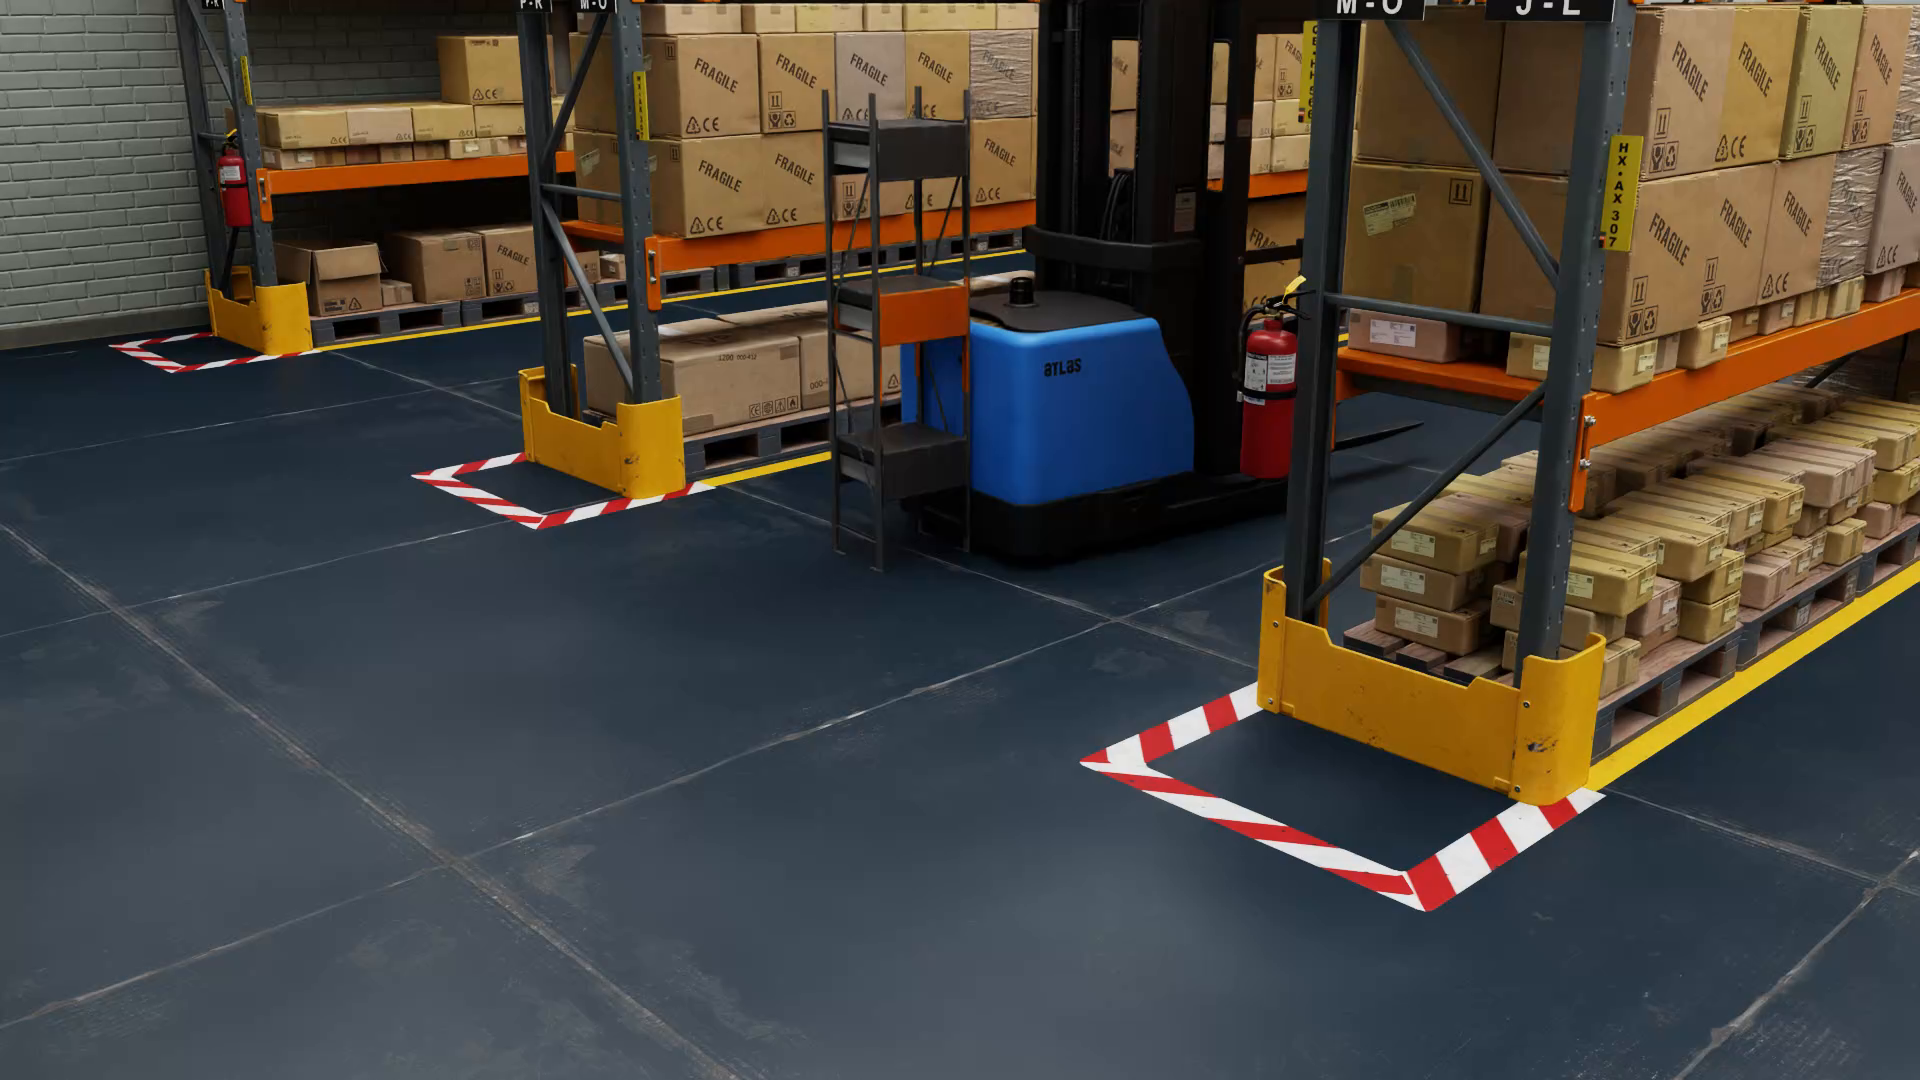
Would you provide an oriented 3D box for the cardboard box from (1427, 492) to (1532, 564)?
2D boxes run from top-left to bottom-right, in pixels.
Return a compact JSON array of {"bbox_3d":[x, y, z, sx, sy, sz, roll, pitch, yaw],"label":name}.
[{"bbox_3d":[1.968,-0.049,6.250,0.250,0.149,0.380,-16,24,-40],"label":"cardboard box"}]

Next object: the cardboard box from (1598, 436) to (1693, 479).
[{"bbox_3d":[2.896,-0.336,7.133,0.250,0.149,0.380,-16,24,-41],"label":"cardboard box"}]

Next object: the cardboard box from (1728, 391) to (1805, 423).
[{"bbox_3d":[3.808,-0.616,7.998,0.250,0.149,0.380,-15,23,-38],"label":"cardboard box"}]

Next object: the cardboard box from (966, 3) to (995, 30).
[{"bbox_3d":[-0.010,-3.087,9.808,0.250,0.149,0.380,-17,24,-42],"label":"cardboard box"}]

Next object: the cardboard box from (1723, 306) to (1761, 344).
[{"bbox_3d":[2.693,-0.835,6.103,0.250,0.149,0.380,-17,24,-41],"label":"cardboard box"}]

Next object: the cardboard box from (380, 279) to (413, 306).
[{"bbox_3d":[-4.507,-1.946,13.065,0.380,0.149,0.250,17,24,42],"label":"cardboard box"}]

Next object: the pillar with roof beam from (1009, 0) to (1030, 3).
[{"bbox_3d":[3.747,-6.975,14.908,0.400,9.000,9.100,-16,24,-41],"label":"pillar with roof beam"}]

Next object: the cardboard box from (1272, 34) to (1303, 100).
[{"bbox_3d":[2.202,-3.421,11.888,0.500,0.500,0.500,-17,25,-42],"label":"cardboard box"}]

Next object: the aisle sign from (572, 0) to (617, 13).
[{"bbox_3d":[-1.792,-2.958,8.028,0.004,0.787,0.394,-16,24,-41],"label":"aisle sign"}]

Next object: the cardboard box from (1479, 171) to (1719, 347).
[{"bbox_3d":[2.051,-0.936,5.362,0.500,0.500,0.500,-15,23,-38],"label":"cardboard box"}]

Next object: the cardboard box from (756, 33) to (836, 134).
[{"bbox_3d":[-1.024,-2.473,8.966,0.500,0.500,0.500,-17,25,-42],"label":"cardboard box"}]

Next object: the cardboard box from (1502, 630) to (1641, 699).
[{"bbox_3d":[2.136,0.404,5.817,0.250,0.149,0.380,-16,24,-40],"label":"cardboard box"}]

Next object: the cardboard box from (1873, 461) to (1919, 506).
[{"bbox_3d":[4.061,-0.287,7.466,0.380,0.149,0.250,17,24,42],"label":"cardboard box"}]

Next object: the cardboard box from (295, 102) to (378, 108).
[{"bbox_3d":[-4.825,-3.249,12.902,0.500,0.250,0.500,-16,24,-41],"label":"cardboard box"}]

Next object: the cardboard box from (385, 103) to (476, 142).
[{"bbox_3d":[-4.105,-3.234,12.856,0.500,0.250,0.500,-17,24,-42],"label":"cardboard box"}]

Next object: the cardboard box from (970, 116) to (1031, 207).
[{"bbox_3d":[0.081,-2.321,10.117,0.500,0.500,0.500,-17,24,-42],"label":"cardboard box"}]

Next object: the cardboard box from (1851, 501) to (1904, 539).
[{"bbox_3d":[3.997,-0.138,7.489,0.380,0.149,0.250,17,25,42],"label":"cardboard box"}]

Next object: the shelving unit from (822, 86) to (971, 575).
[{"bbox_3d":[-0.275,-0.938,7.474,0.503,2.100,0.431,-13,22,-34],"label":"shelving unit"}]

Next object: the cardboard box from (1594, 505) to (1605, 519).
[{"bbox_3d":[2.467,-0.097,6.881,0.250,0.149,0.380,-16,24,-40],"label":"cardboard box"}]

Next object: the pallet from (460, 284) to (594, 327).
[{"bbox_3d":[-3.832,-2.029,13.900,1.213,0.211,1.003,-16,24,-41],"label":"pallet"}]

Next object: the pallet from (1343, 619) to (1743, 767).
[{"bbox_3d":[2.205,0.433,6.307,1.213,0.211,1.003,-16,24,-41],"label":"pallet"}]

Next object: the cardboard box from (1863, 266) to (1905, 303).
[{"bbox_3d":[3.667,-1.093,6.899,0.380,0.149,0.250,17,24,41],"label":"cardboard box"}]

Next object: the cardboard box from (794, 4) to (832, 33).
[{"bbox_3d":[-0.903,-2.807,8.943,0.380,0.149,0.250,17,25,42],"label":"cardboard box"}]

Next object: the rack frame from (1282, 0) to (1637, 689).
[{"bbox_3d":[1.535,-0.713,5.321,0.127,3.000,1.000,-16,24,-41],"label":"rack frame"}]

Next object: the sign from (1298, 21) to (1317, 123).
[{"bbox_3d":[1.169,-1.543,5.491,0.005,0.325,0.100,-16,24,-41],"label":"sign"}]

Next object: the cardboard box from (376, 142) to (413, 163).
[{"bbox_3d":[-4.379,-2.969,12.686,0.250,0.149,0.380,-15,23,-39],"label":"cardboard box"}]

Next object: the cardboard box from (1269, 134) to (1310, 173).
[{"bbox_3d":[2.227,-2.827,12.082,0.500,0.250,0.500,-17,24,-41],"label":"cardboard box"}]

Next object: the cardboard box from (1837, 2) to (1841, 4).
[{"bbox_3d":[9.093,-5.594,18.108,0.500,0.500,0.700,-16,24,-40],"label":"cardboard box"}]

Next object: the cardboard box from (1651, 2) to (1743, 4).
[{"bbox_3d":[7.249,-5.053,16.441,0.500,0.500,0.700,-17,24,-41],"label":"cardboard box"}]

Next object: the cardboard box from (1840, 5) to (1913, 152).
[{"bbox_3d":[3.167,-1.736,6.210,0.500,0.500,0.500,17,25,42],"label":"cardboard box"}]

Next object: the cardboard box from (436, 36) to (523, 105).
[{"bbox_3d":[-3.747,-3.693,13.057,0.500,0.500,0.500,-15,24,-39],"label":"cardboard box"}]

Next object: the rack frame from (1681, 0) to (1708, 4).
[{"bbox_3d":[6.780,-4.344,16.519,0.127,3.000,1.000,-16,24,-41],"label":"rack frame"}]

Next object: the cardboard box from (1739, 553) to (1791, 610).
[{"bbox_3d":[3.067,0.138,6.639,0.380,0.149,0.250,16,24,41],"label":"cardboard box"}]

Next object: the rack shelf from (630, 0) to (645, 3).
[{"bbox_3d":[-0.486,-3.310,9.632,4.000,0.370,1.077,-16,24,-41],"label":"rack shelf"}]

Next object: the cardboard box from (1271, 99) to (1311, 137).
[{"bbox_3d":[2.225,-3.063,12.001,0.500,0.250,0.500,-16,24,-40],"label":"cardboard box"}]

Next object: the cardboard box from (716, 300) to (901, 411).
[{"bbox_3d":[-0.869,-1.140,10.111,0.875,0.438,0.875,-15,24,-39],"label":"cardboard box"}]

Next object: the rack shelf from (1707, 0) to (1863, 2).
[{"bbox_3d":[8.234,-5.852,17.475,4.000,0.370,1.077,-16,24,-41],"label":"rack shelf"}]

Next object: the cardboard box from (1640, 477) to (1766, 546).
[{"bbox_3d":[2.870,-0.113,6.445,0.250,0.149,0.380,-15,23,-39],"label":"cardboard box"}]

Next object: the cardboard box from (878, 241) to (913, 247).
[{"bbox_3d":[-0.812,-3.151,16.213,0.500,0.500,0.500,17,24,42],"label":"cardboard box"}]

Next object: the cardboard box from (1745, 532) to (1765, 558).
[{"bbox_3d":[3.004,-0.043,6.714,0.250,0.149,0.380,-15,23,-38],"label":"cardboard box"}]

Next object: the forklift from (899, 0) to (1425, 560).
[{"bbox_3d":[1.184,-1.645,8.307,3.031,2.935,1.130,-13,22,-34],"label":"forklift"}]

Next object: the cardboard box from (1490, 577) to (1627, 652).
[{"bbox_3d":[2.092,0.248,5.815,0.250,0.149,0.380,-15,23,-39],"label":"cardboard box"}]

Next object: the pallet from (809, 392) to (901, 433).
[{"bbox_3d":[-0.526,-0.919,10.477,1.213,0.211,1.003,-16,24,-41],"label":"pallet"}]

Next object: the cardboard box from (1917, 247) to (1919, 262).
[{"bbox_3d":[3.906,-1.474,7.024,0.500,0.500,0.500,-17,25,-42],"label":"cardboard box"}]

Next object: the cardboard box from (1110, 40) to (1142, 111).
[{"bbox_3d":[0.814,-3.010,10.622,0.500,0.500,0.500,-17,24,-41],"label":"cardboard box"}]

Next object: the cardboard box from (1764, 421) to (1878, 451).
[{"bbox_3d":[3.786,-0.399,7.328,0.250,0.149,0.380,-15,23,-39],"label":"cardboard box"}]

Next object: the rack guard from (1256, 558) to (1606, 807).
[{"bbox_3d":[1.591,0.460,5.756,0.348,0.500,1.175,-16,24,-41],"label":"rack guard"}]

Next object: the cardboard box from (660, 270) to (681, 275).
[{"bbox_3d":[-2.649,-2.420,14.527,0.380,0.149,0.250,17,25,42],"label":"cardboard box"}]

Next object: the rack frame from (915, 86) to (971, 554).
[{"bbox_3d":[-0.079,-0.983,7.612,0.015,2.100,0.400,-13,22,-34],"label":"rack frame"}]
